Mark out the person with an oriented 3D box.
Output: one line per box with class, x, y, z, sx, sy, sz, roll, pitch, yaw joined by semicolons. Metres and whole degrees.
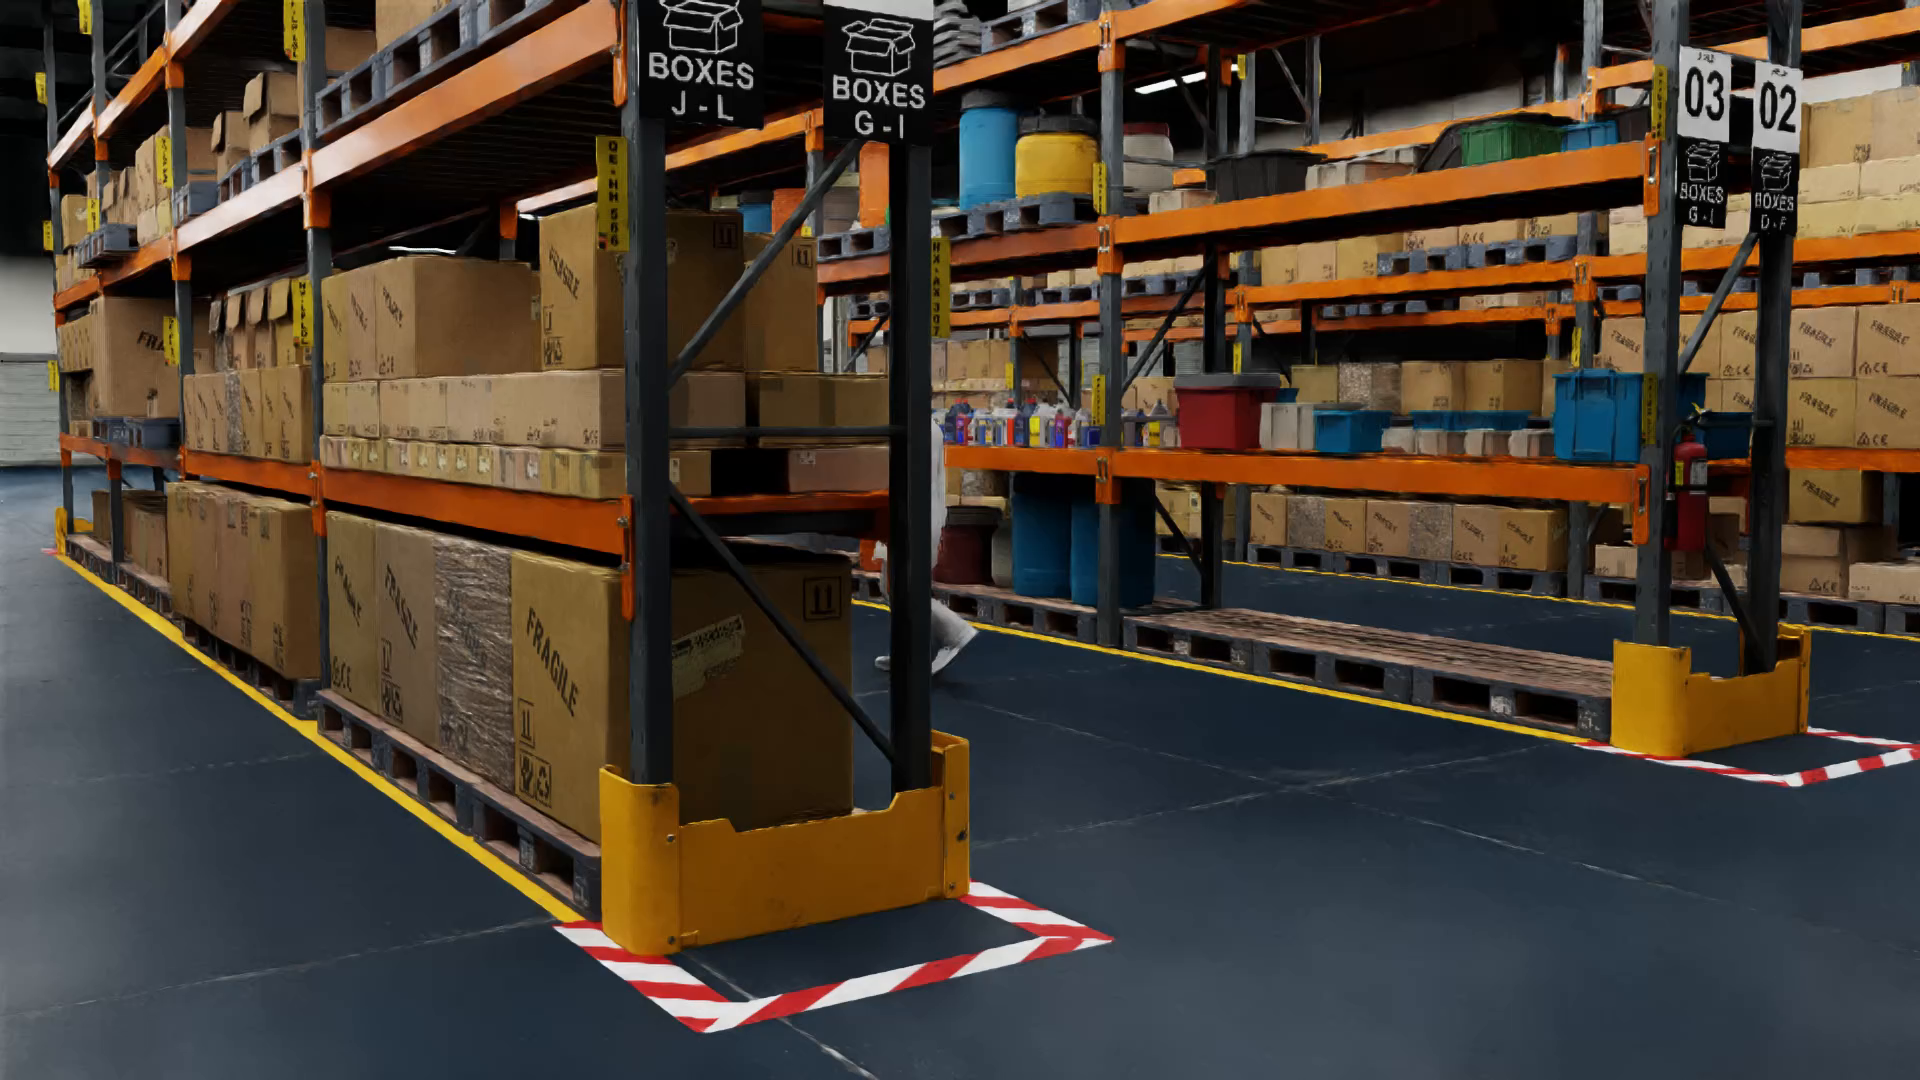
person;-0.219;-0.082;9.587;0.704;1.770;0.695;1;5;10
